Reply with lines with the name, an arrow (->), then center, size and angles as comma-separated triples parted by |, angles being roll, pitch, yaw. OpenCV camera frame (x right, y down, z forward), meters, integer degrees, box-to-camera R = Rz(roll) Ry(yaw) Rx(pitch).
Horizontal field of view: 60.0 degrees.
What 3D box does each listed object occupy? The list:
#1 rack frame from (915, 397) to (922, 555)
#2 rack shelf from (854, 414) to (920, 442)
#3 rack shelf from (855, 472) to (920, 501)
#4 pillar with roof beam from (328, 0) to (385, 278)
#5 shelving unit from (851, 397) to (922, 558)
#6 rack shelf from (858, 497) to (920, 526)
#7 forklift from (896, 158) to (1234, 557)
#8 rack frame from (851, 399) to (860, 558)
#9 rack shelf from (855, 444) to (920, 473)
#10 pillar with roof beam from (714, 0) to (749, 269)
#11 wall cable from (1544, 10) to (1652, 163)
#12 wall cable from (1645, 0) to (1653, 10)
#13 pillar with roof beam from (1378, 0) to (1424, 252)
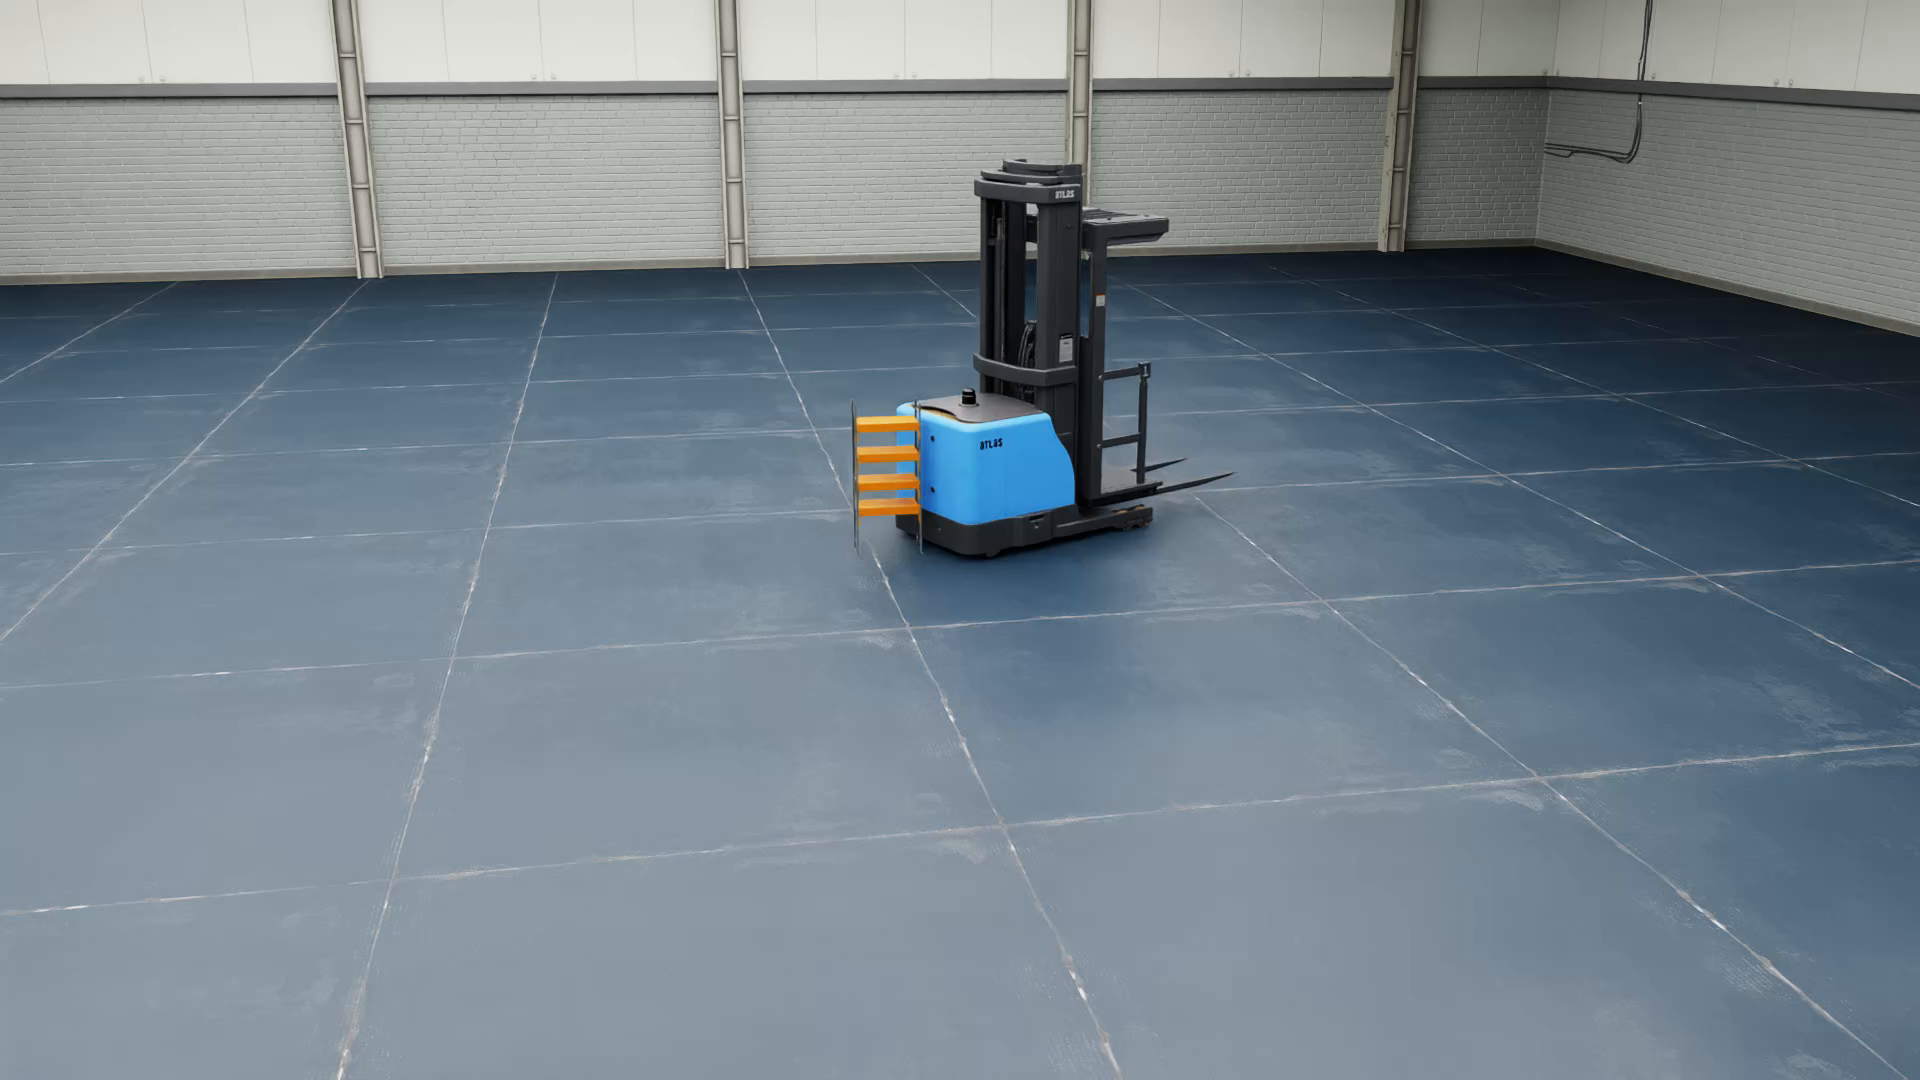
rack frame -> -0.323, -0.492, 12.871 | 0.015, 1.200, 0.240 | -3, 17, -9
rack shelf -> -0.563, -0.856, 12.717 | 0.480, 0.148, 0.258 | -3, 17, -9
rack shelf -> -0.563, -0.416, 12.852 | 0.480, 0.148, 0.258 | -3, 17, -9
pillar with roof beam -> -8.903, -7.406, 22.097 | 0.400, 9.000, 9.100 | -3, 17, -10
shelving unit -> -0.563, -0.481, 12.833 | 0.503, 1.200, 0.258 | -3, 17, -9
rack shelf -> -0.563, -0.226, 12.911 | 0.480, 0.148, 0.258 | -3, 17, -9
forklift -> 0.970, -1.590, 13.498 | 3.031, 2.935, 1.130 | -12, 21, -34
rack frame -> -0.804, -0.469, 12.794 | 0.015, 1.200, 0.240 | -3, 17, -9
rack shelf -> -0.563, -0.630, 12.787 | 0.480, 0.148, 0.258 | -3, 17, -9
pillar with roof beam -> -3.011, -7.740, 23.185 | 0.400, 9.000, 9.100 | -3, 17, -10
wall cable -> 11.097, -7.948, 29.151 | 0.112, 2.526, 3.097 | -3, 17, -10
wall cable -> 11.610, -9.582, 25.870 | 0.112, 2.526, 3.097 | -3, 17, -10
pillar with roof beam -> 8.771, -8.408, 25.361 | 0.400, 9.000, 9.100 | -3, 17, -10
